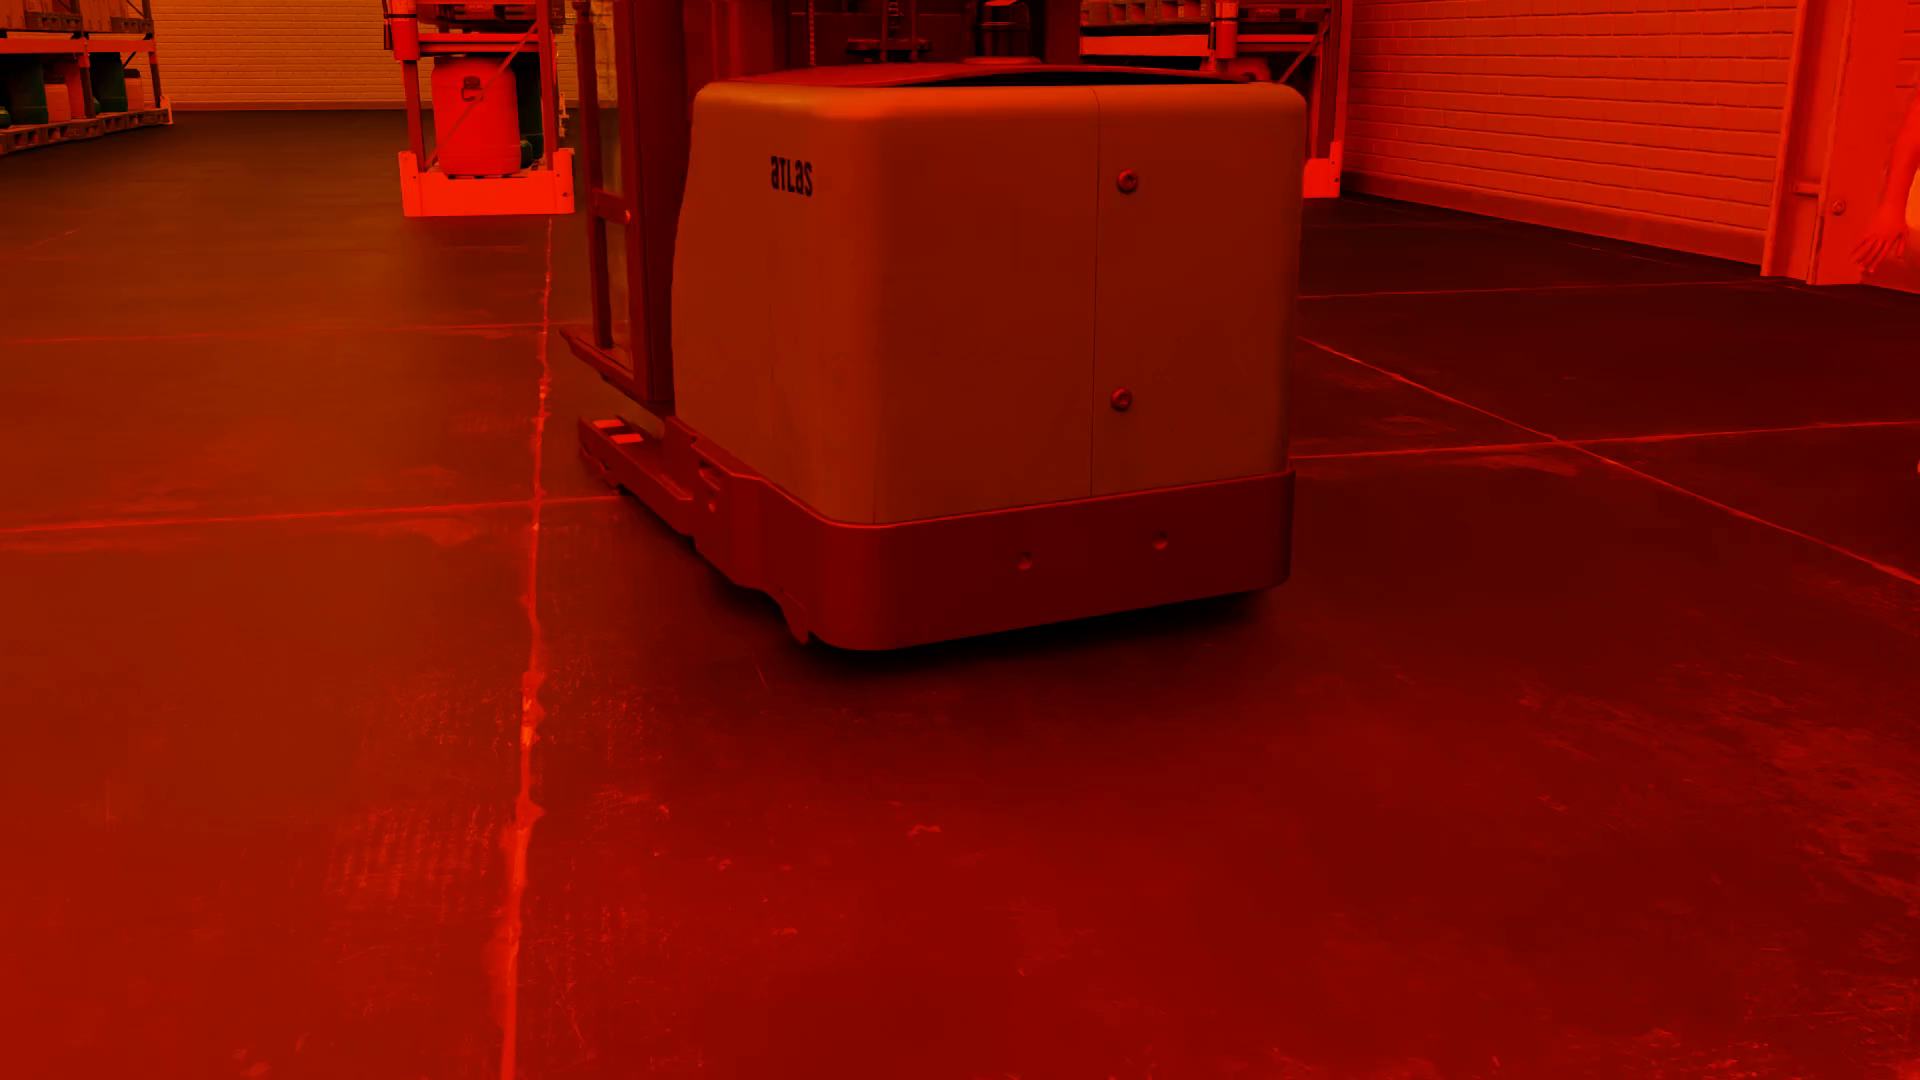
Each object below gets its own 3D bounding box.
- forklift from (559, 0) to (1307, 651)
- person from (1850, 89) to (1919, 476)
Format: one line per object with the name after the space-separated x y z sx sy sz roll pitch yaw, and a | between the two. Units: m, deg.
-0.403 -1.573 4.163 1.130 2.935 3.031 -8 18 -25 | forklift
2.565 -0.717 3.863 0.687 1.459 0.704 -14 22 -39 | person
